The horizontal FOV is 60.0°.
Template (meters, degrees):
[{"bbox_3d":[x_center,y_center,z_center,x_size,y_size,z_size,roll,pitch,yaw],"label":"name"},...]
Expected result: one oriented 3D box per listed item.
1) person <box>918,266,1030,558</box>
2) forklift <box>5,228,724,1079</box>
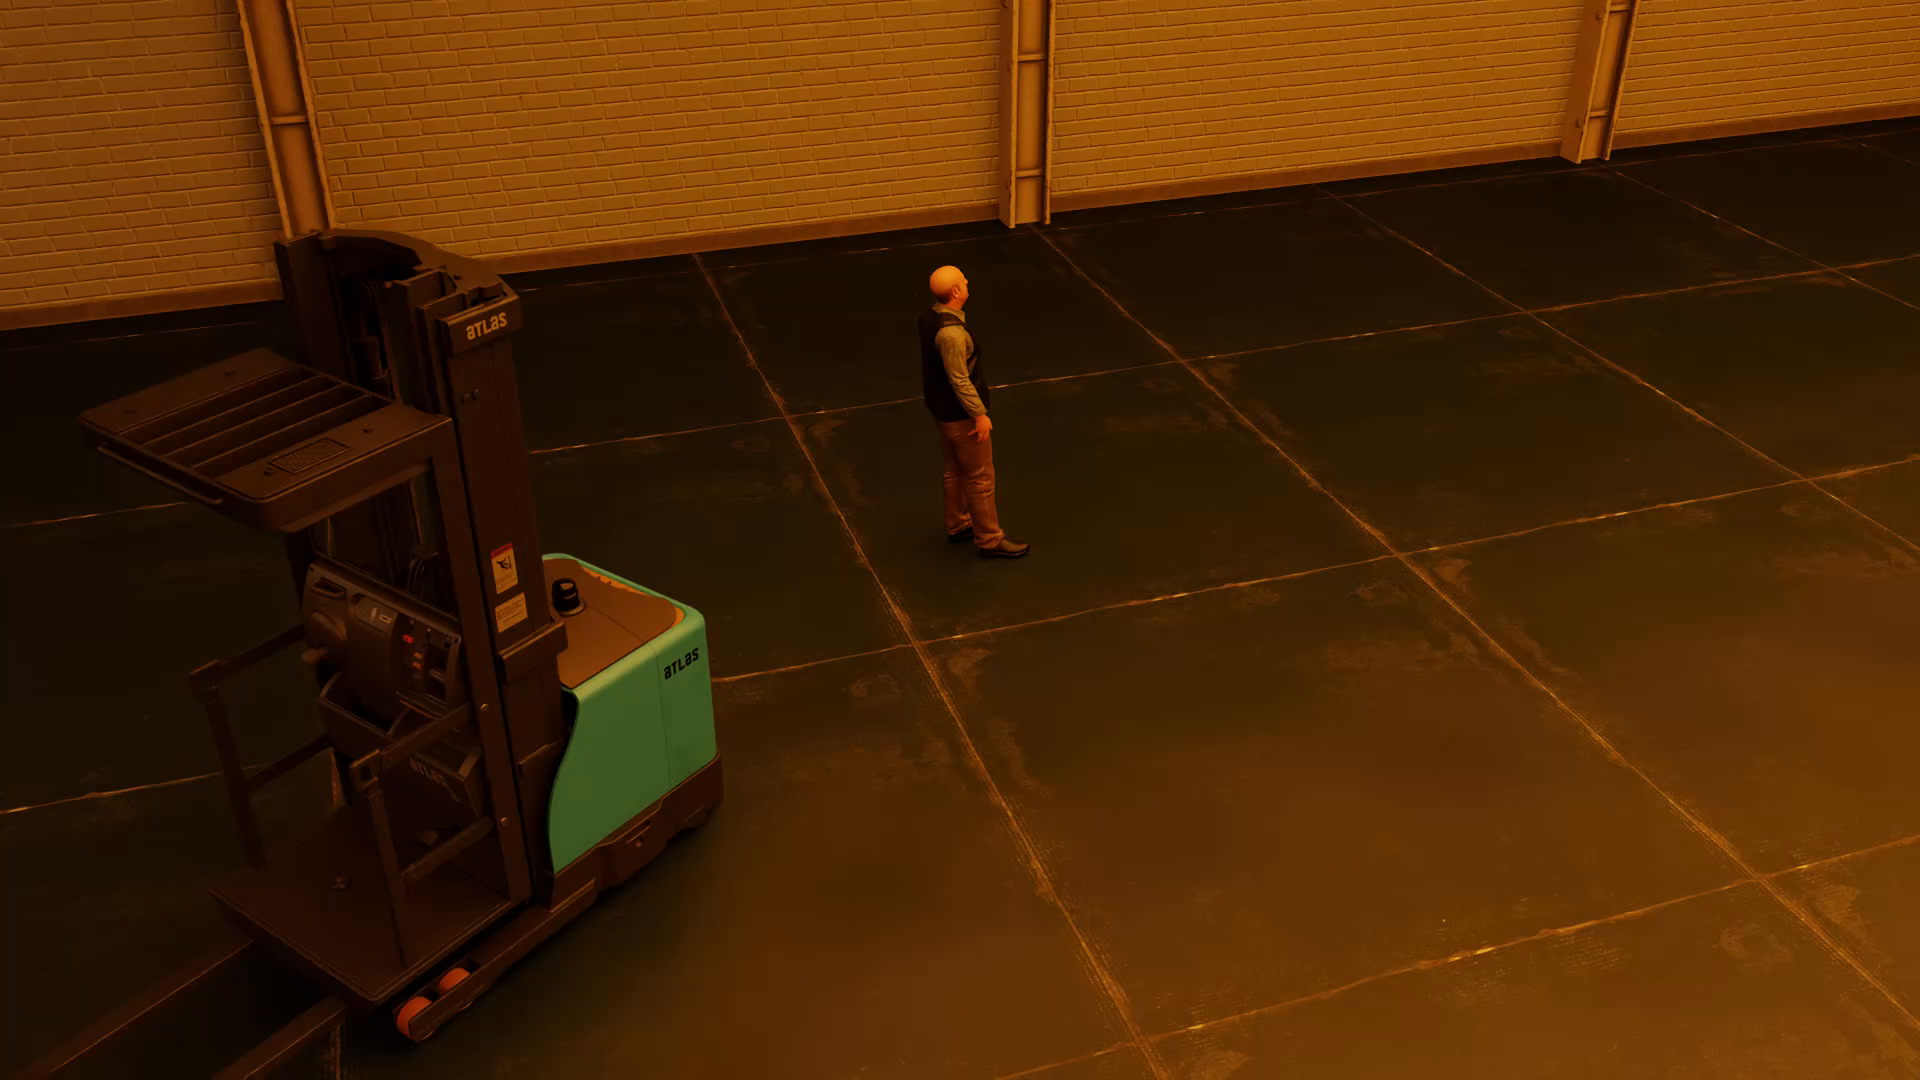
[{"bbox_3d":[0.062,-0.759,9.605,0.566,1.722,0.633,-10,31,-16],"label":"person"},{"bbox_3d":[-2.379,0.434,6.333,1.130,2.935,3.031,20,35,30],"label":"forklift"}]
